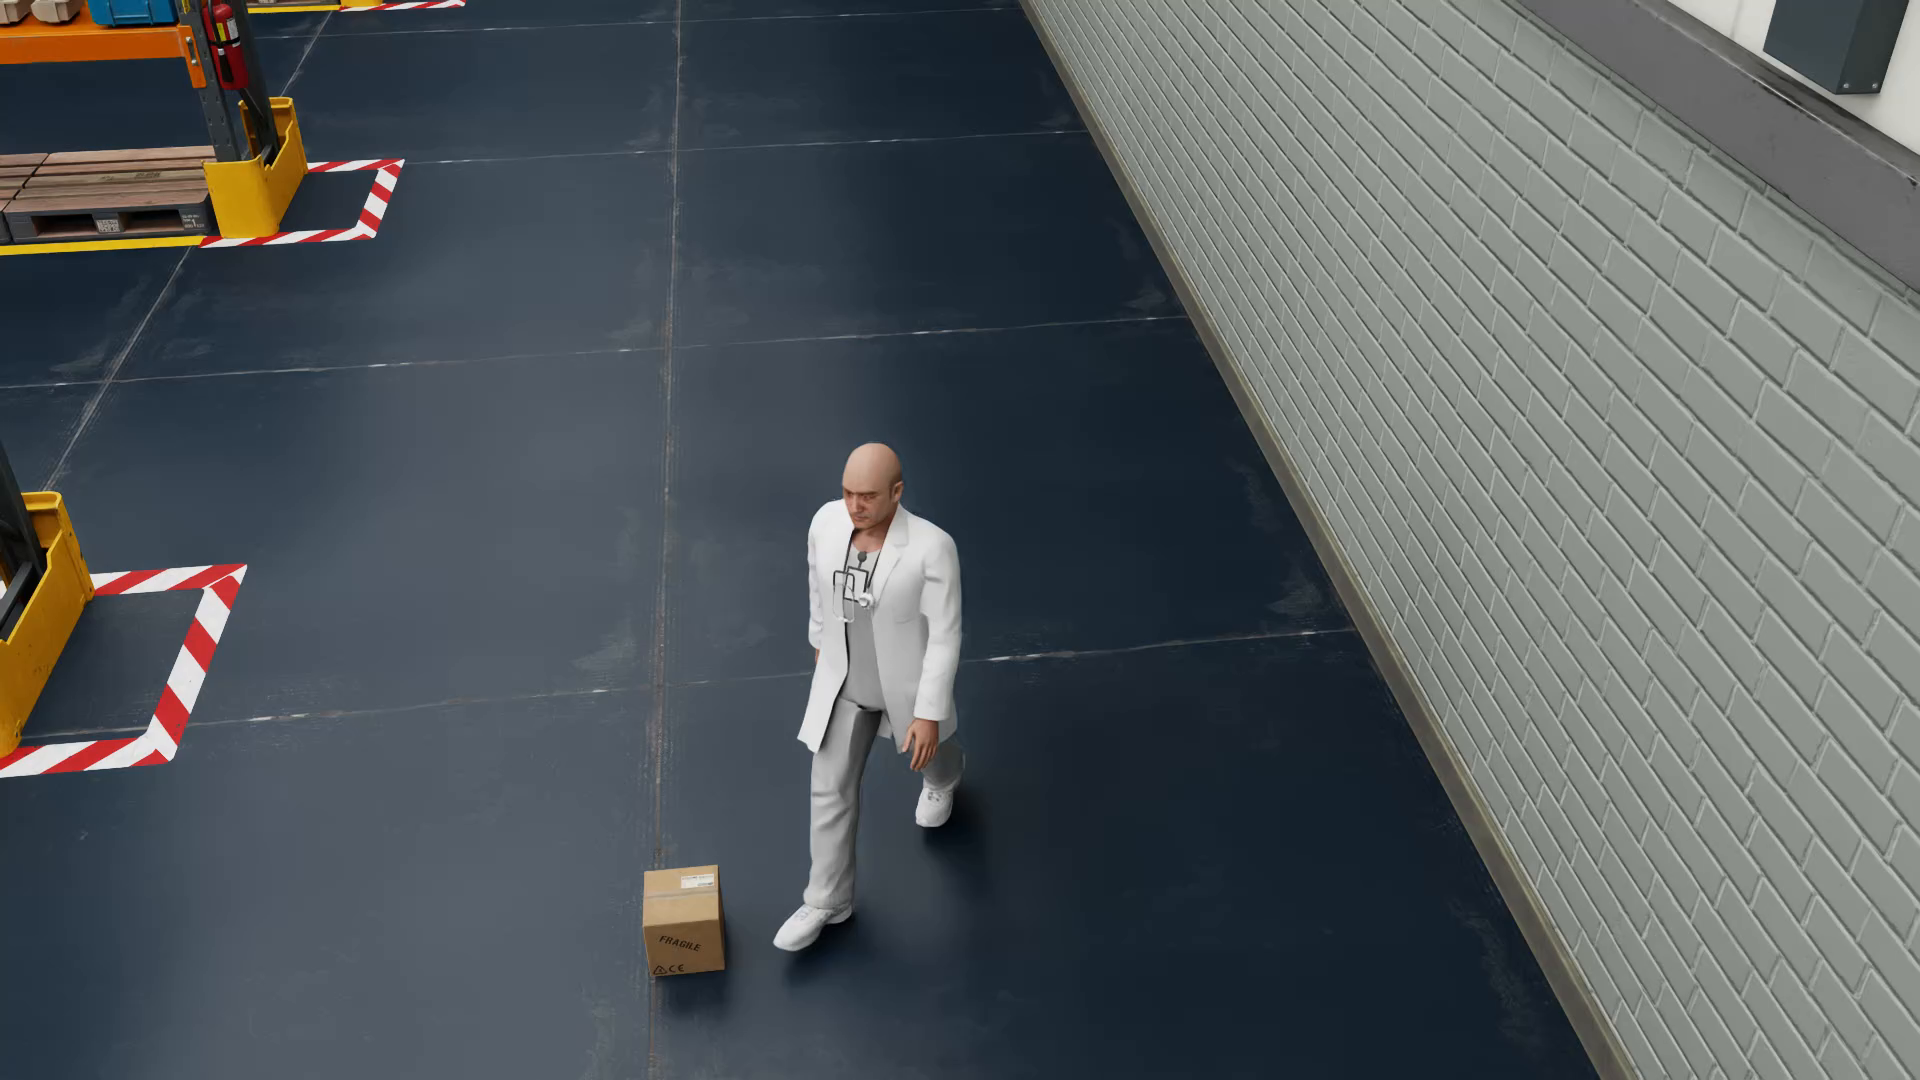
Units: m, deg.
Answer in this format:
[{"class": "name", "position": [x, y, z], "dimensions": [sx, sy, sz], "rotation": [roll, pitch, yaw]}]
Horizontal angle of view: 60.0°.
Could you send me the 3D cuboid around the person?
[{"class": "person", "position": [-0.278, 0.465, 5.492], "dimensions": [0.615, 1.740, 1.096], "rotation": [11, 36, 16]}]
